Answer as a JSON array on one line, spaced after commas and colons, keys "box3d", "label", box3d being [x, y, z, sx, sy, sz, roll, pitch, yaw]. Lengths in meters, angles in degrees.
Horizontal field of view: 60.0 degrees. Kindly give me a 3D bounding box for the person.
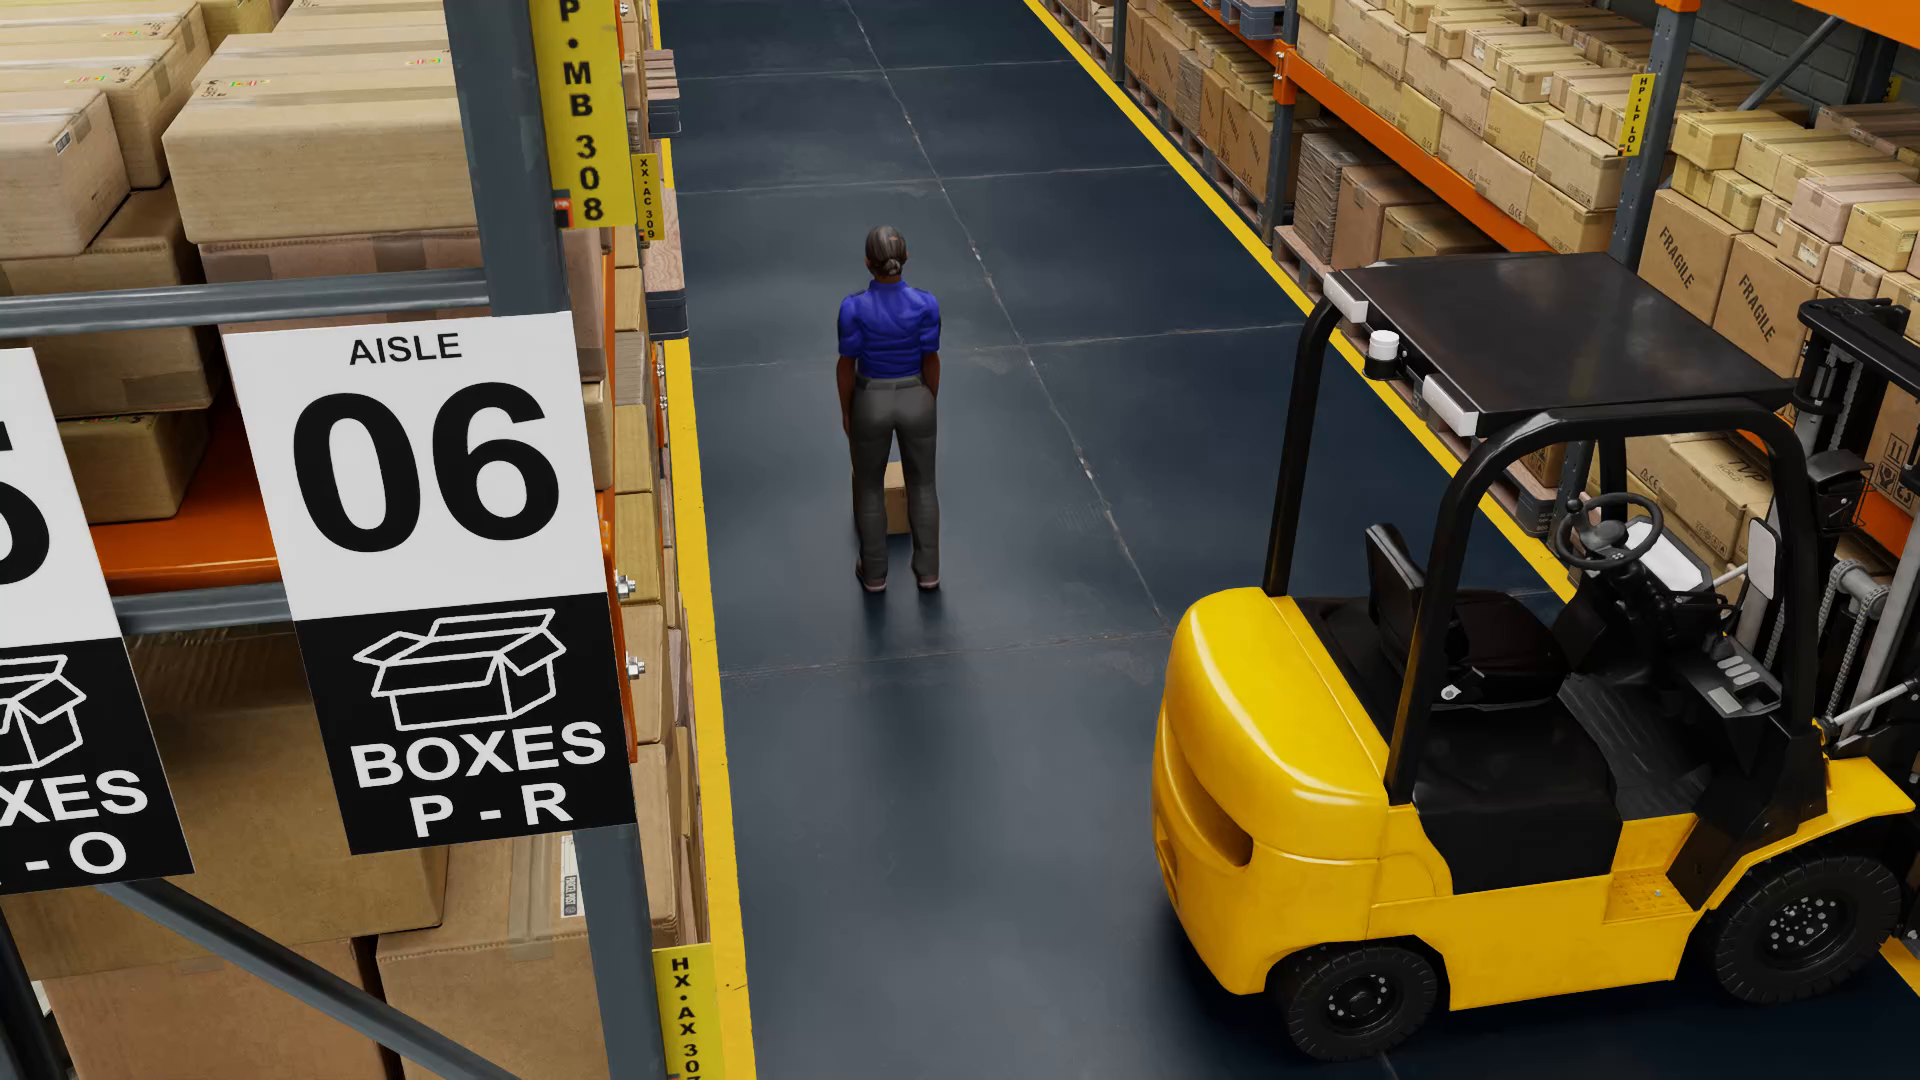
[{"box3d": [-0.301, -0.541, 7.054, 0.437, 1.663, 0.304, -5, 31, -8], "label": "person"}]
